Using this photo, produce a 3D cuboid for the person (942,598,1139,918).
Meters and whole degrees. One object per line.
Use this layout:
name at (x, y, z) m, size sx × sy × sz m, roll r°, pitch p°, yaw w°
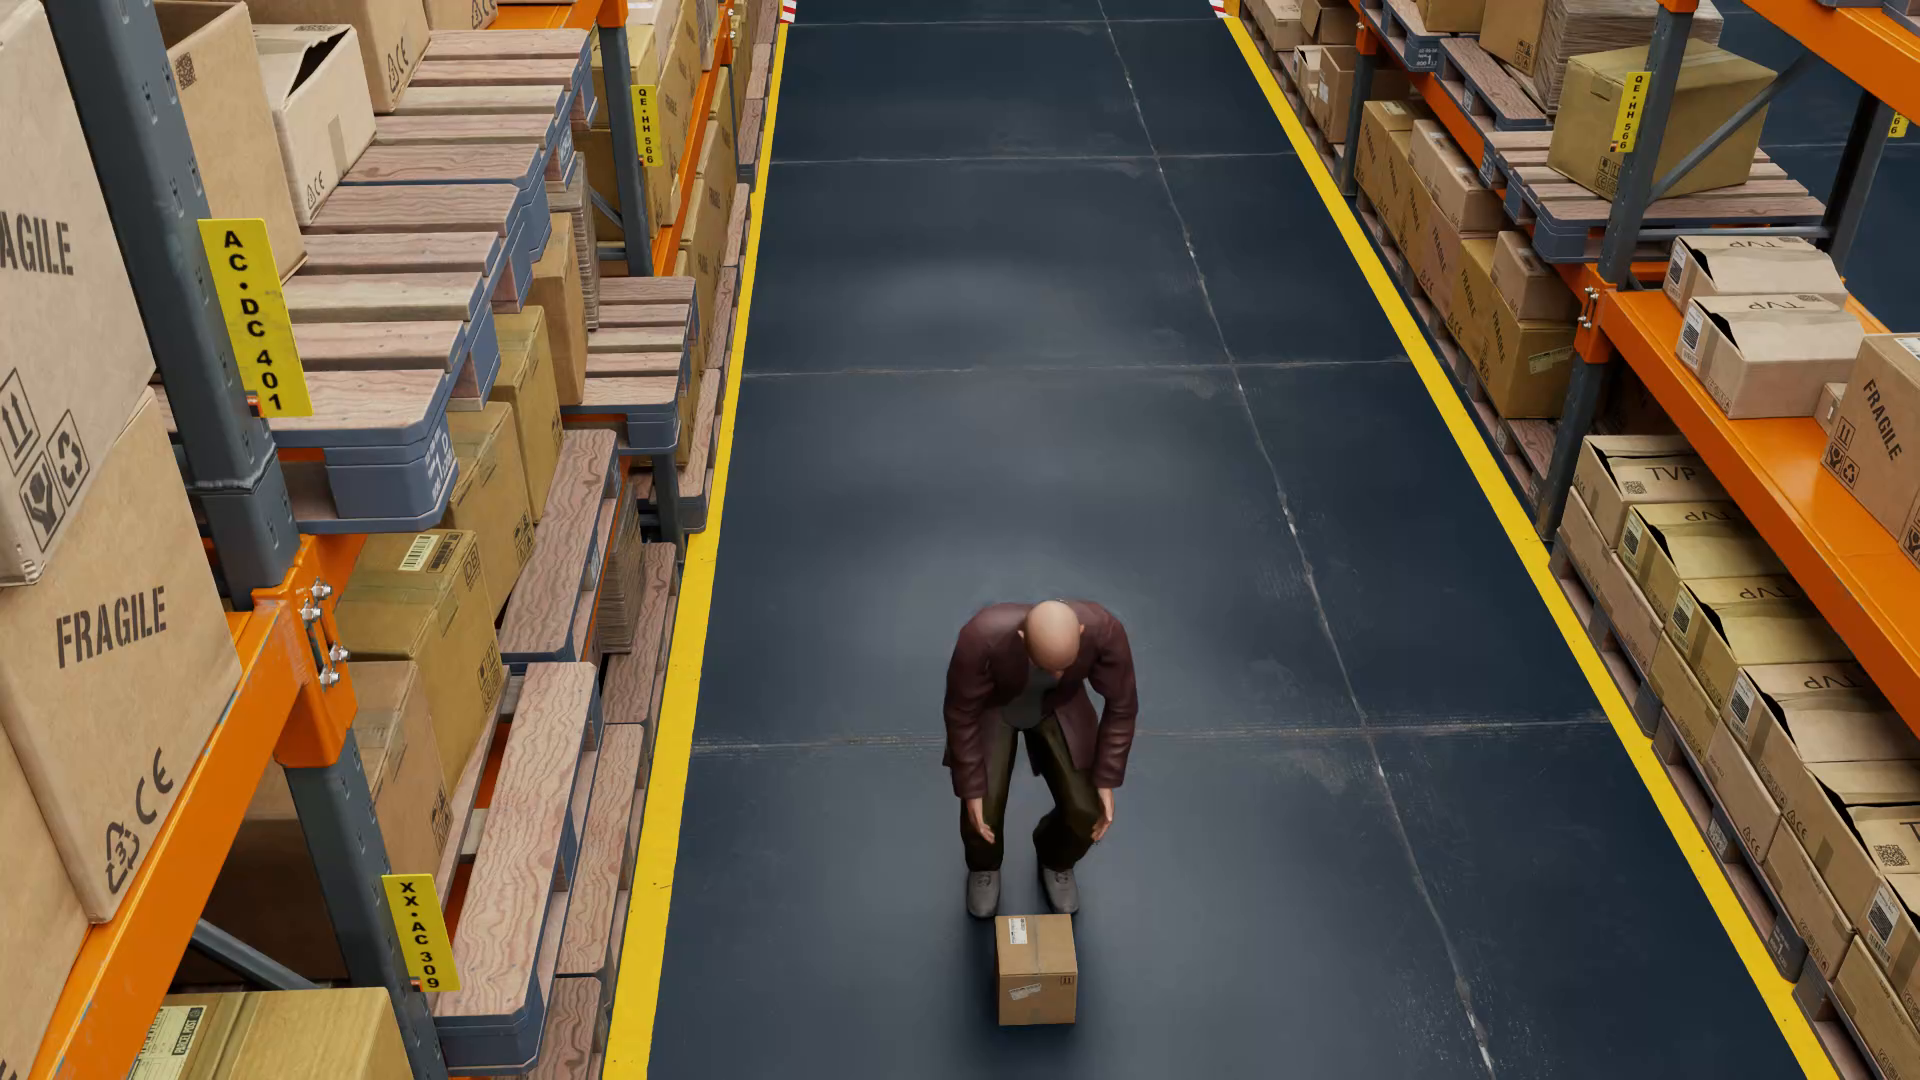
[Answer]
person at (0.254, 0.657, 5.512) m, size 0.630 × 1.440 × 0.701 m, roll -1°, pitch 35°, yaw -2°
